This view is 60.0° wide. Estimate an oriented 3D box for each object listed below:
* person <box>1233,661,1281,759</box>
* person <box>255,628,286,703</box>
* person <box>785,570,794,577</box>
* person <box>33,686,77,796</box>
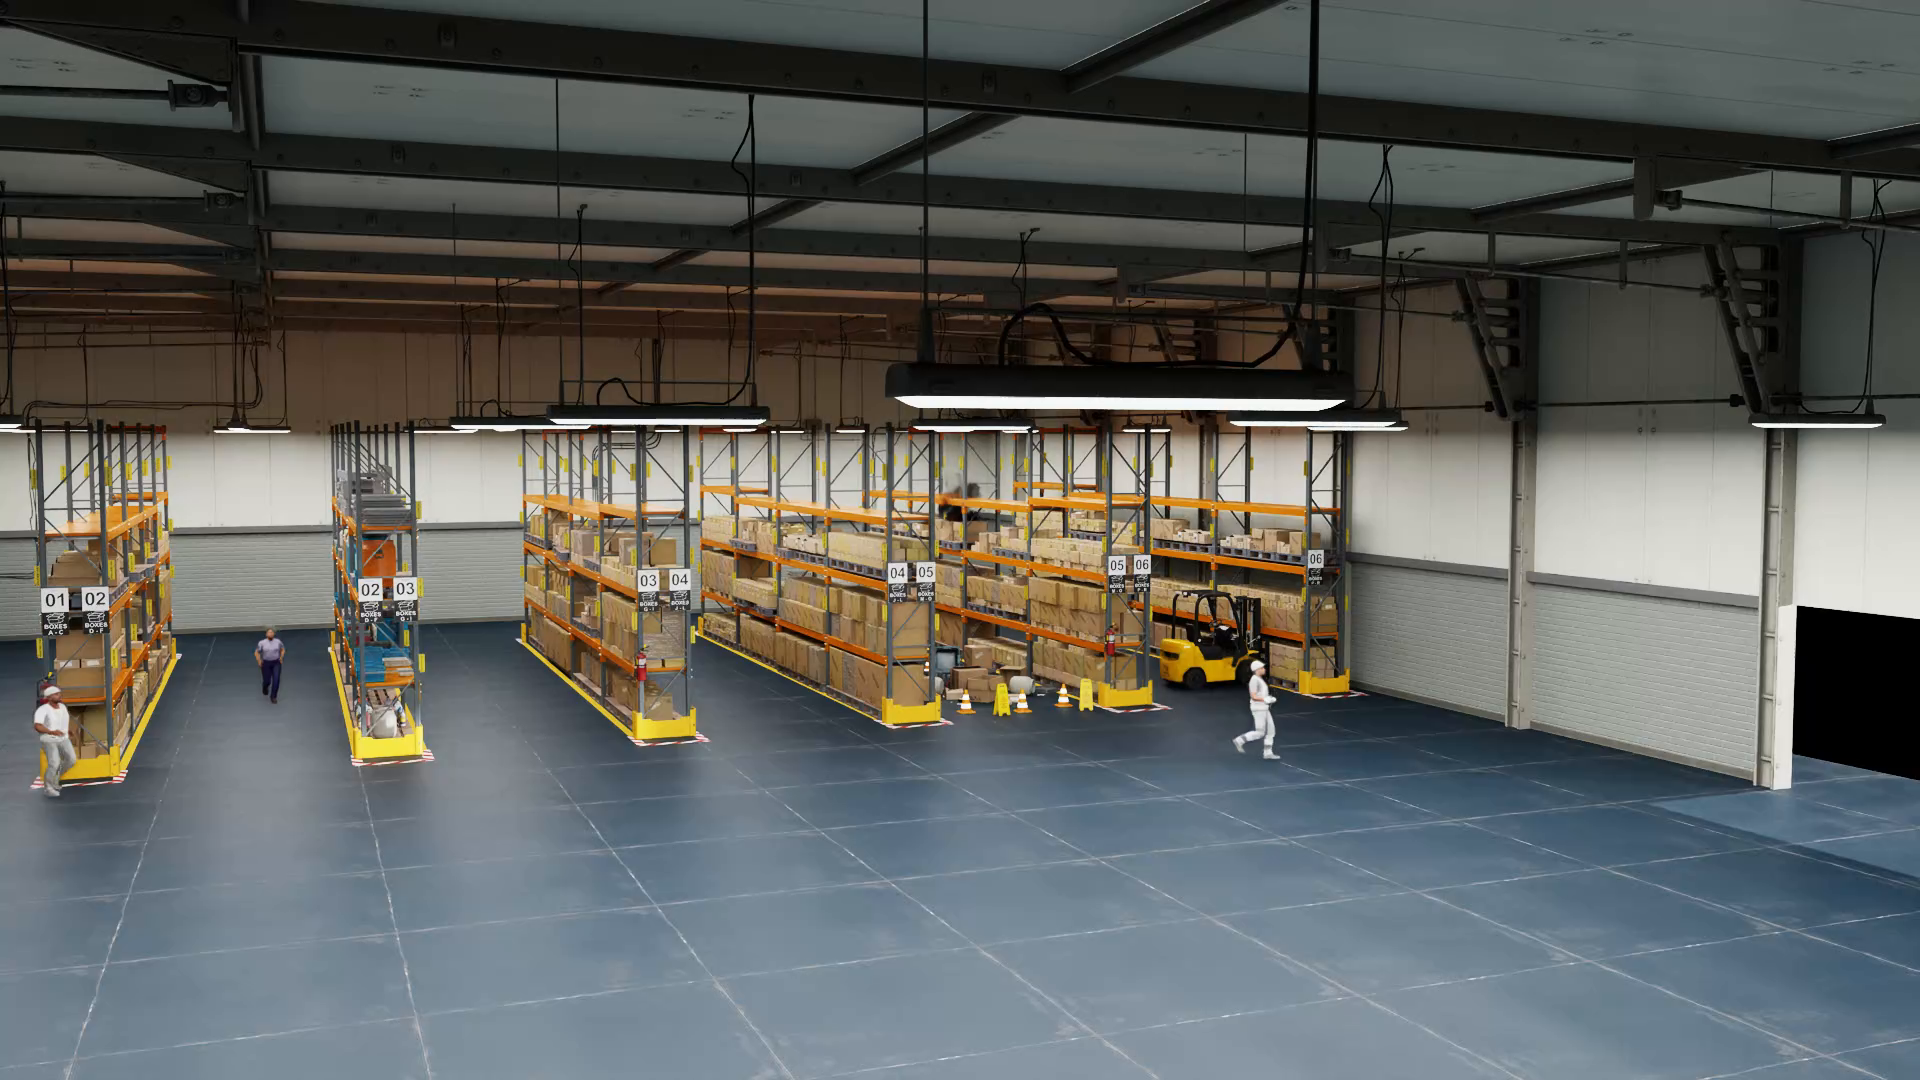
[{"bbox_3d":[5.268,3.008,29.419,0.832,1.756,0.667,1,4,20],"label":"person"},{"bbox_3d":[-14.838,2.695,35.810,0.613,1.607,0.586,-2,4,-30],"label":"person"},{"bbox_3d":[-5.073,1.735,50.479,0.735,1.704,0.651,-2,4,-29],"label":"person"},{"bbox_3d":[-14.402,3.199,26.530,0.588,1.738,0.747,1,4,19],"label":"person"}]
